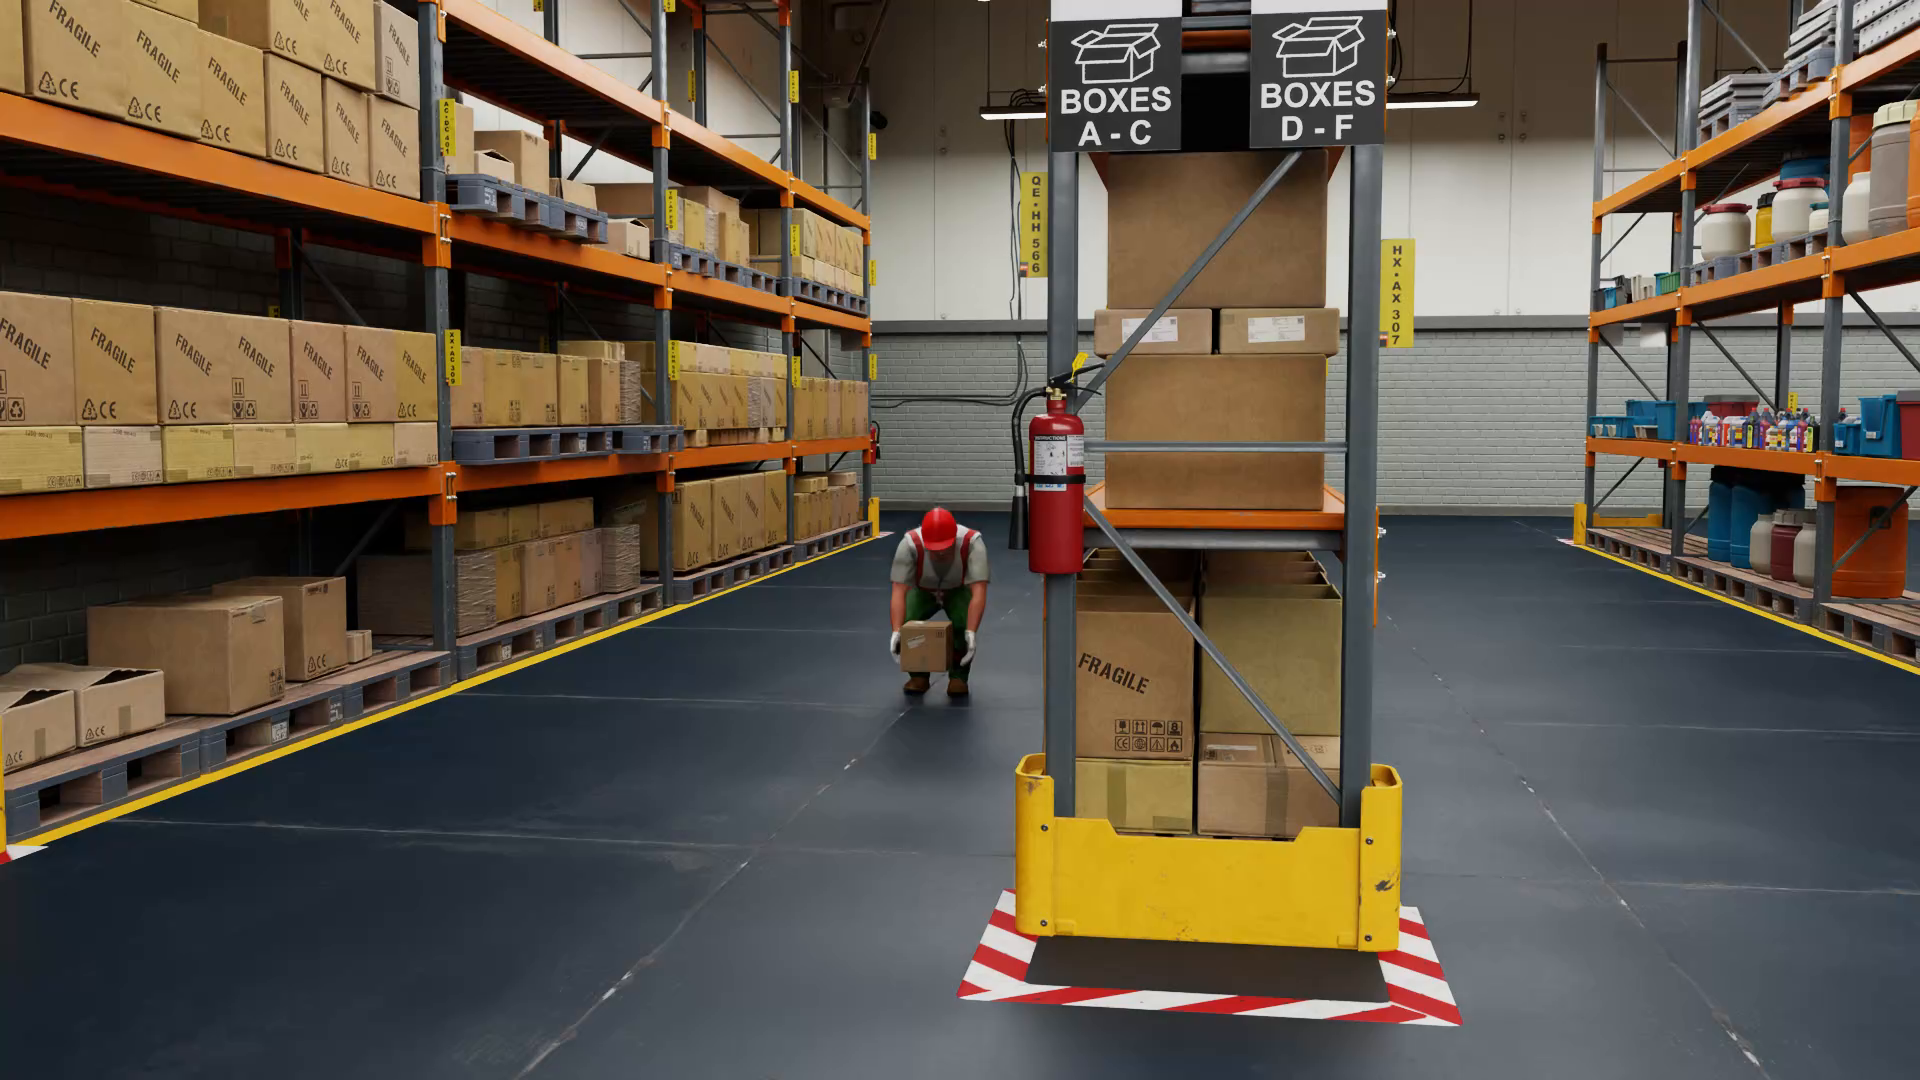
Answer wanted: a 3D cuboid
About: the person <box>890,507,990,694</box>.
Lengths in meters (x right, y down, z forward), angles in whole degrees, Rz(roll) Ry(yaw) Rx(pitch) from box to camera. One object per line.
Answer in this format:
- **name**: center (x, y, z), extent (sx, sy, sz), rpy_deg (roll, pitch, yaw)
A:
- **person**: center (-0.098, 0.342, 9.532), extent (0.580, 1.093, 0.858), rpy_deg (1, 4, 9)
